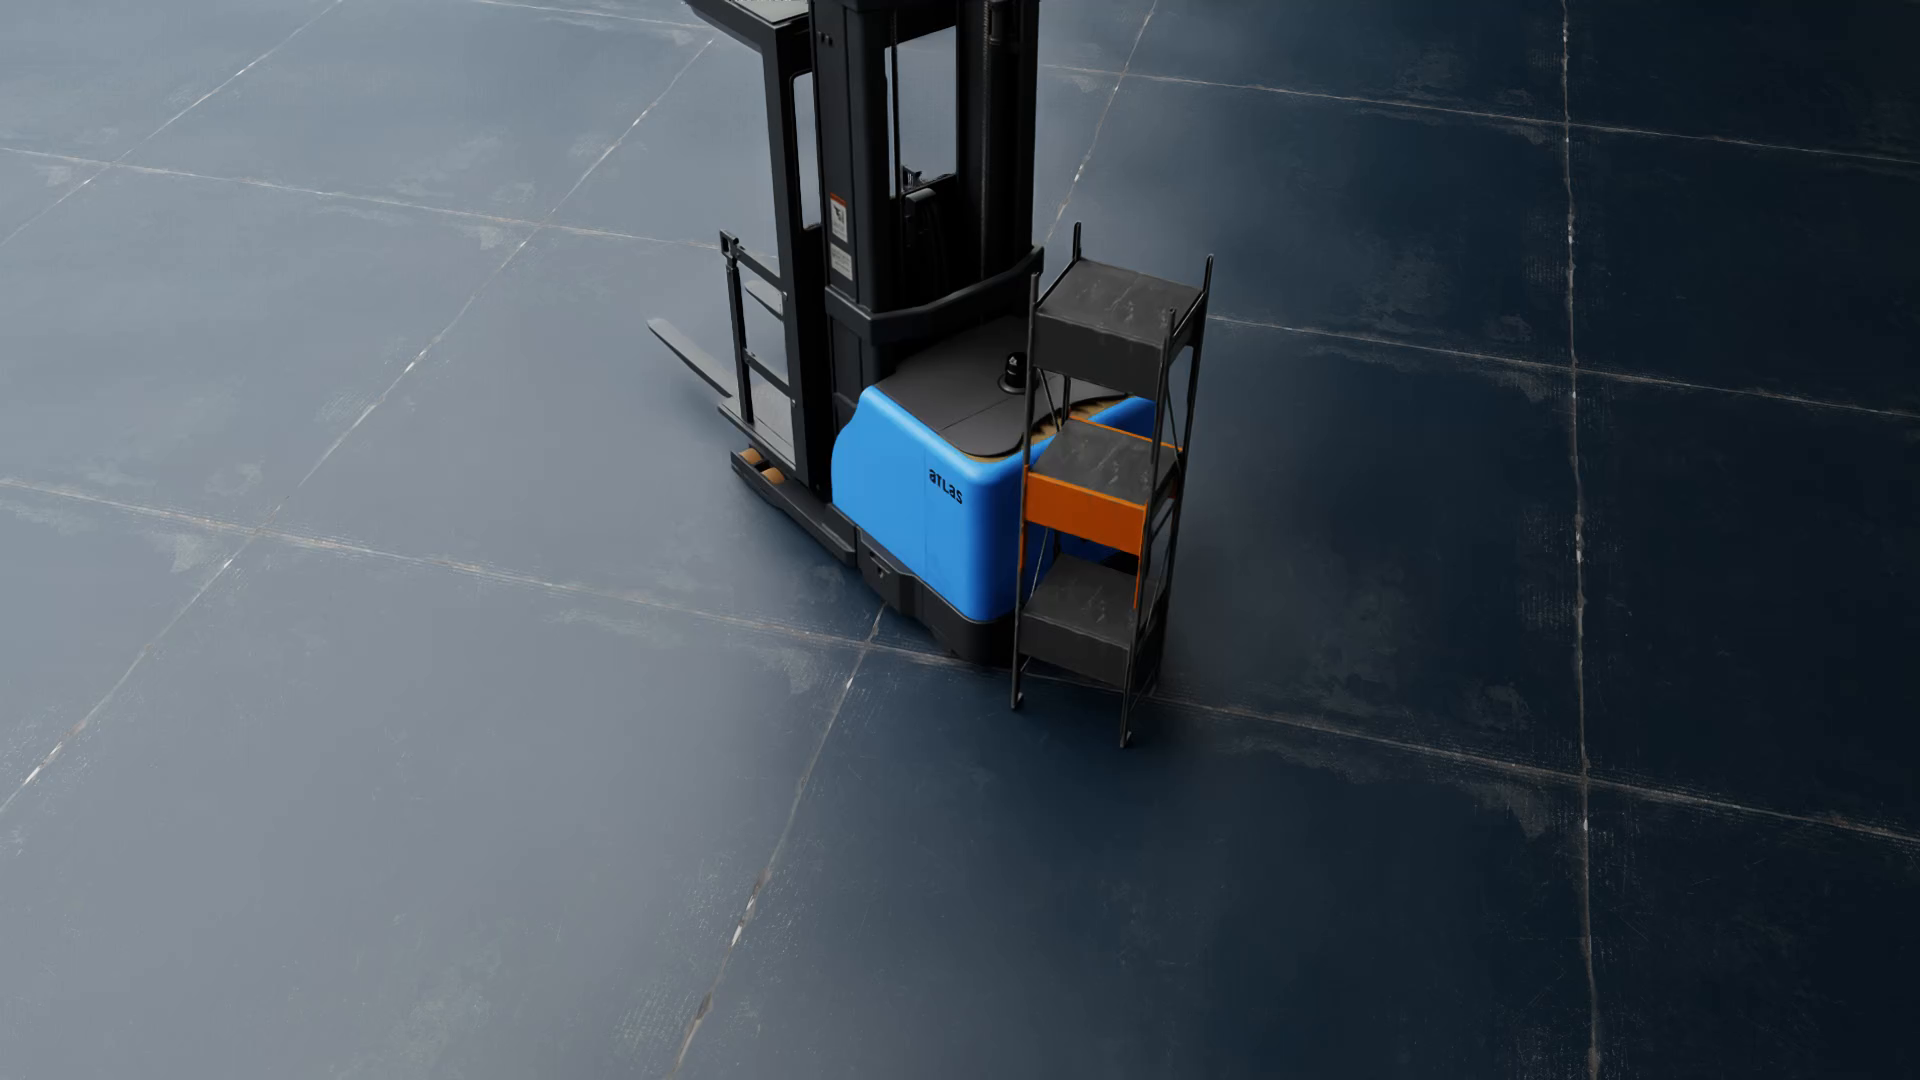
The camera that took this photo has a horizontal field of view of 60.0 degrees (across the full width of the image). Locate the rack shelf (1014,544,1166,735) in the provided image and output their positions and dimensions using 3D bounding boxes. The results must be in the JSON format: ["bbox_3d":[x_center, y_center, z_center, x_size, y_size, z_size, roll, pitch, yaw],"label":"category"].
[{"bbox_3d":[0.530,0.403,6.760,0.480,0.518,0.431,18,44,19],"label":"rack shelf"}]

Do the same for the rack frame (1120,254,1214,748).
[{"bbox_3d":[0.758,-0.063,6.213,0.015,2.100,0.400,18,44,19],"label":"rack frame"}]

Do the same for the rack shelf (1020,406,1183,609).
[{"bbox_3d":[0.538,-0.125,6.300,0.480,0.518,0.431,18,44,19],"label":"rack shelf"}]

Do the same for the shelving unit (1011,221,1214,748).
[{"bbox_3d":[0.538,-0.135,6.292,0.503,2.100,0.431,18,44,19],"label":"shelving unit"}]

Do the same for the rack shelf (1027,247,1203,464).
[{"bbox_3d":[0.546,-0.652,5.841,0.480,0.518,0.431,18,44,19],"label":"rack shelf"}]

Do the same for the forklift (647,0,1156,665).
[{"bbox_3d":[-0.455,-1.482,7.260,1.130,2.935,3.031,-27,47,-28],"label":"forklift"}]

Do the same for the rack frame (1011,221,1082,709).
[{"bbox_3d":[0.319,-0.207,6.370,0.015,2.100,0.400,18,44,19],"label":"rack frame"}]
